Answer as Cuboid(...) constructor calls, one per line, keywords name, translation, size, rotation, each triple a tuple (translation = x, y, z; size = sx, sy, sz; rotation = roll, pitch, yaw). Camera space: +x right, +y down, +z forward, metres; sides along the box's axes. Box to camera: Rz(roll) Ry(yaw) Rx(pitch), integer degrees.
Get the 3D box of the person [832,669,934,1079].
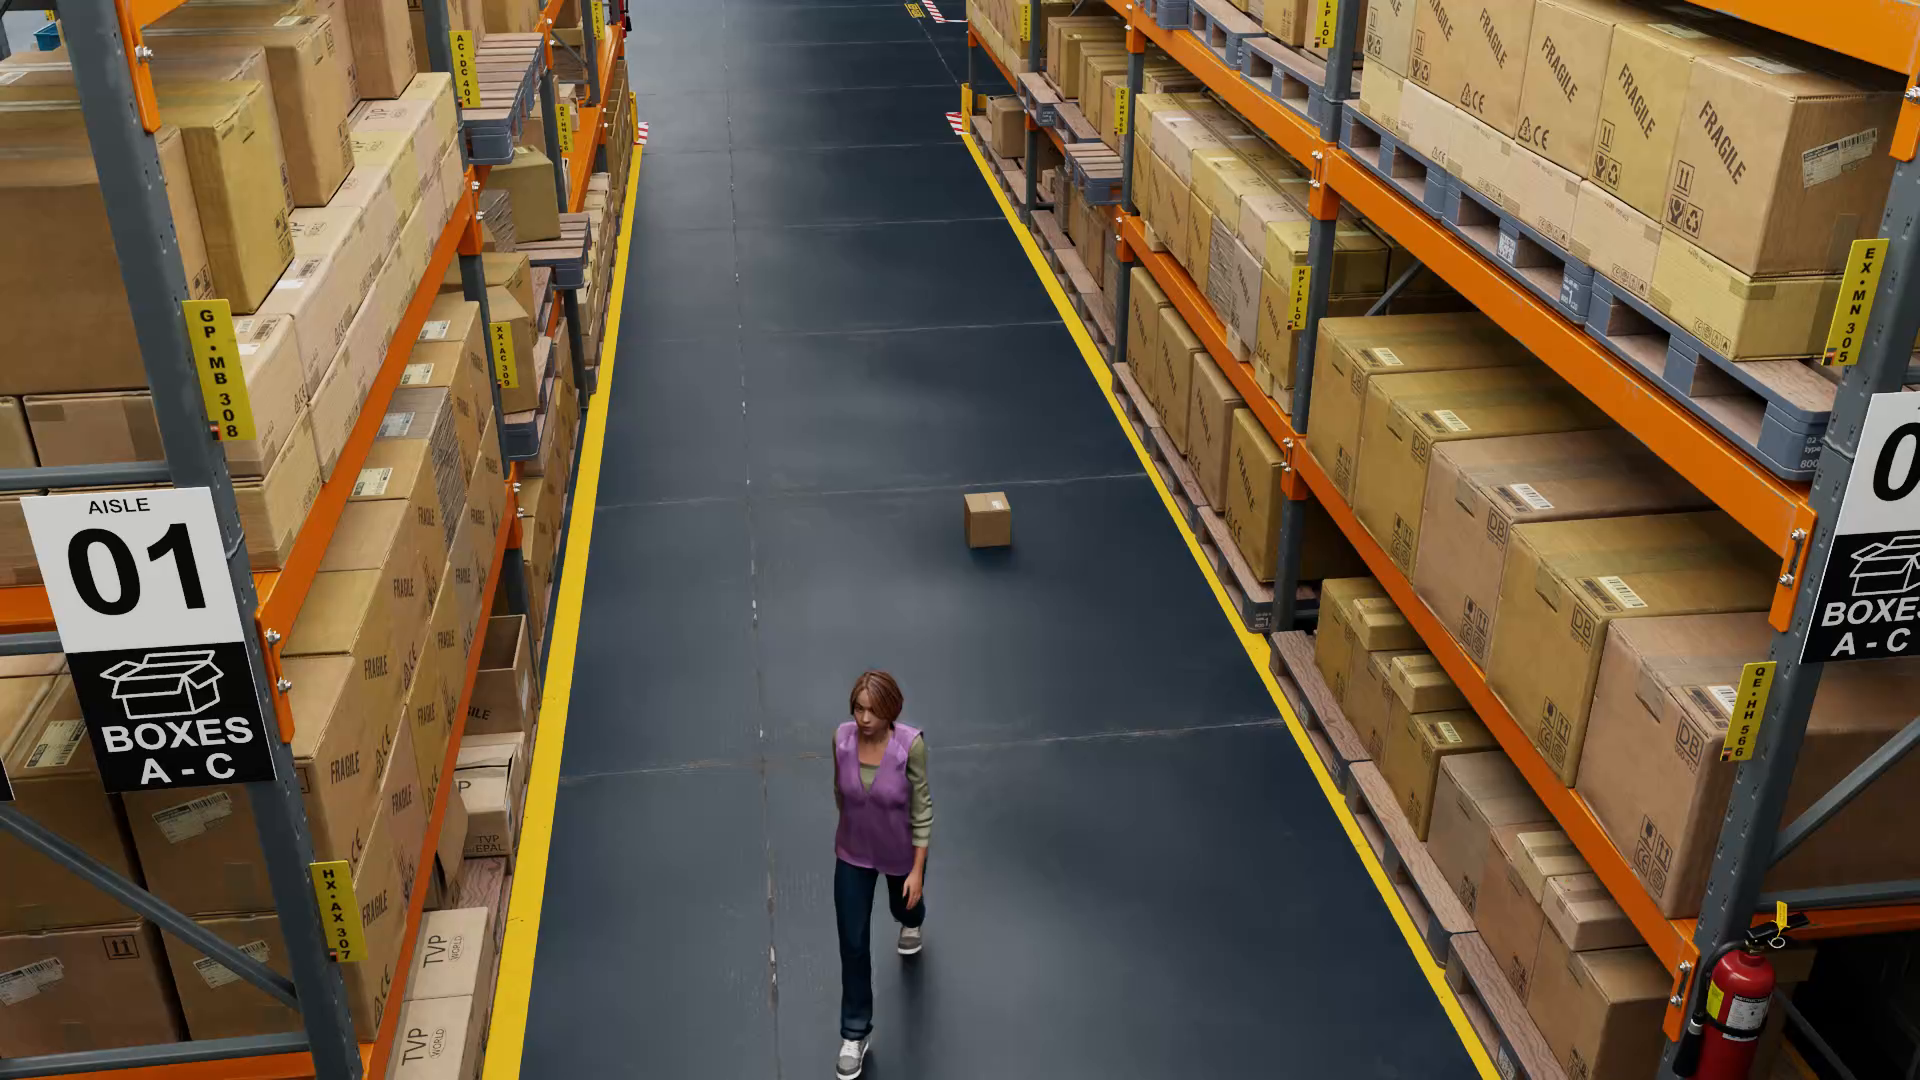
Cuboid(name="person", translation=(-0.293, 1.183, 6.349), size=(0.405, 1.543, 0.928), rotation=(3, 28, 6))
